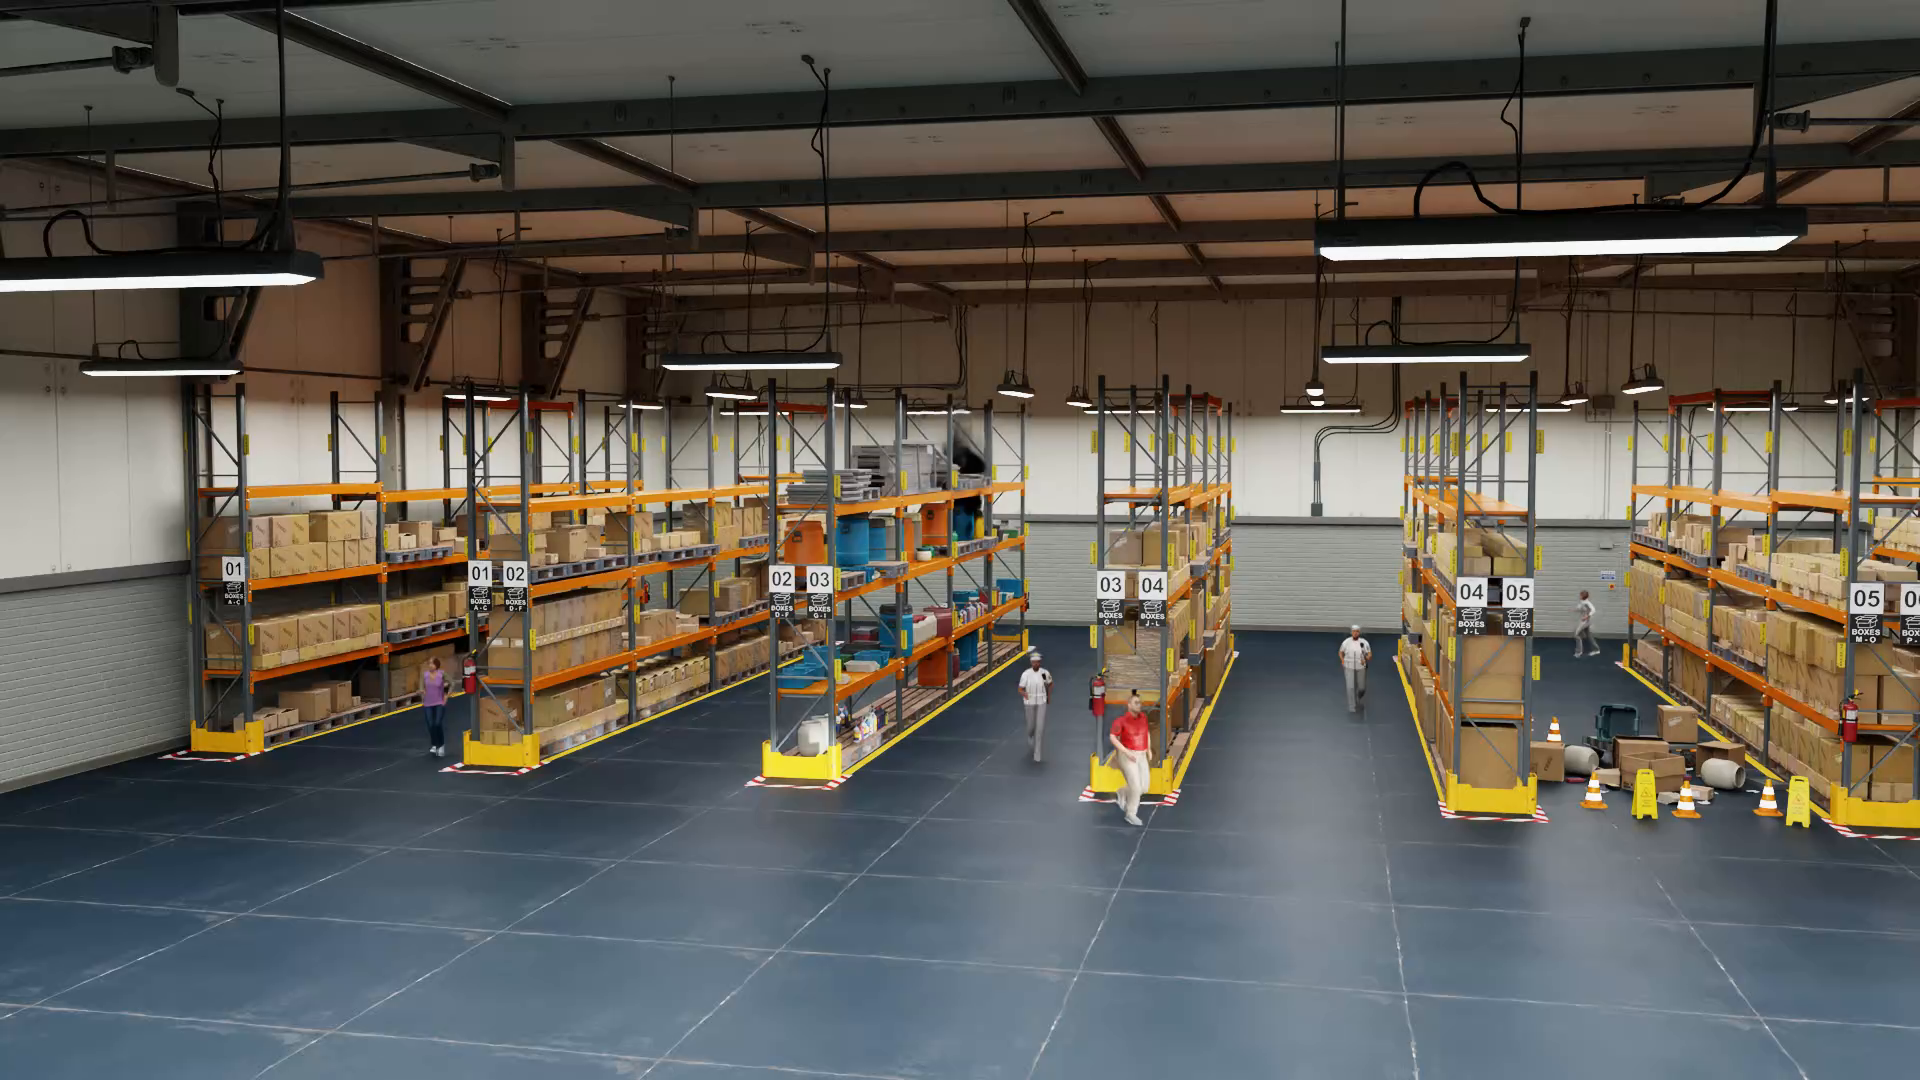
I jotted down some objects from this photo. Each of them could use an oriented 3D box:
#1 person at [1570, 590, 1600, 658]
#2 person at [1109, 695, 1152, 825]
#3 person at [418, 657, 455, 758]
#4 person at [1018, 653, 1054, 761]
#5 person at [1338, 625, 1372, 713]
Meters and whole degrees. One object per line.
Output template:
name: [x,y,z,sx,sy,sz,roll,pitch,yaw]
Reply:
person: [14.651,1.987,38.939,0.697,1.643,0.537,1,3,15]
person: [2.262,2.904,22.166,0.698,1.694,0.627,-3,4,-38]
person: [-8.424,2.687,26.662,0.539,1.632,0.606,0,3,1]
person: [1.224,2.644,26.717,0.579,1.700,0.859,0,3,0]
person: [7.412,2.406,31.227,0.613,1.621,0.687,1,3,14]
